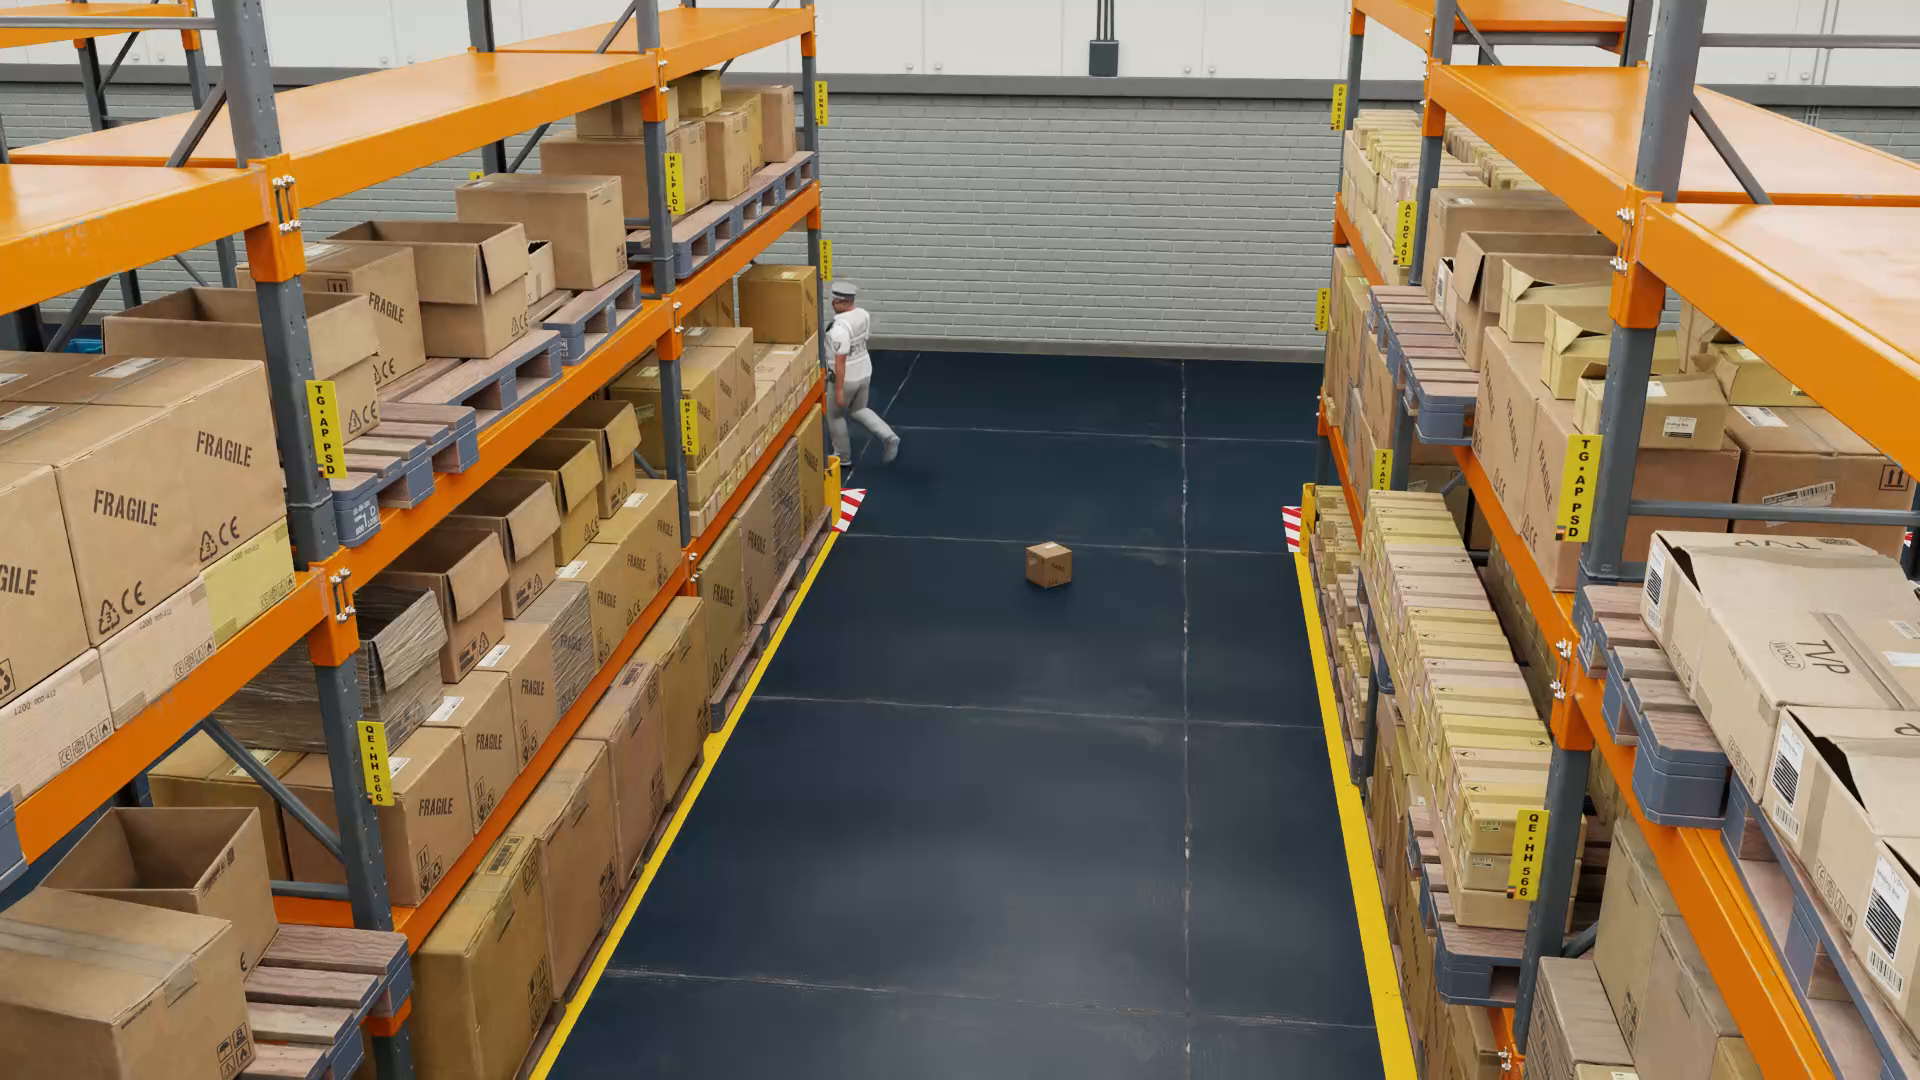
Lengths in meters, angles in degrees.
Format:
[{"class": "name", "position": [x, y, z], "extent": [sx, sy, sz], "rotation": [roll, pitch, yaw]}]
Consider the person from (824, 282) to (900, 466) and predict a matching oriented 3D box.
[{"class": "person", "position": [-0.967, -1.455, 14.839], "extent": [0.760, 1.721, 0.599], "rotation": [12, 24, 28]}]
